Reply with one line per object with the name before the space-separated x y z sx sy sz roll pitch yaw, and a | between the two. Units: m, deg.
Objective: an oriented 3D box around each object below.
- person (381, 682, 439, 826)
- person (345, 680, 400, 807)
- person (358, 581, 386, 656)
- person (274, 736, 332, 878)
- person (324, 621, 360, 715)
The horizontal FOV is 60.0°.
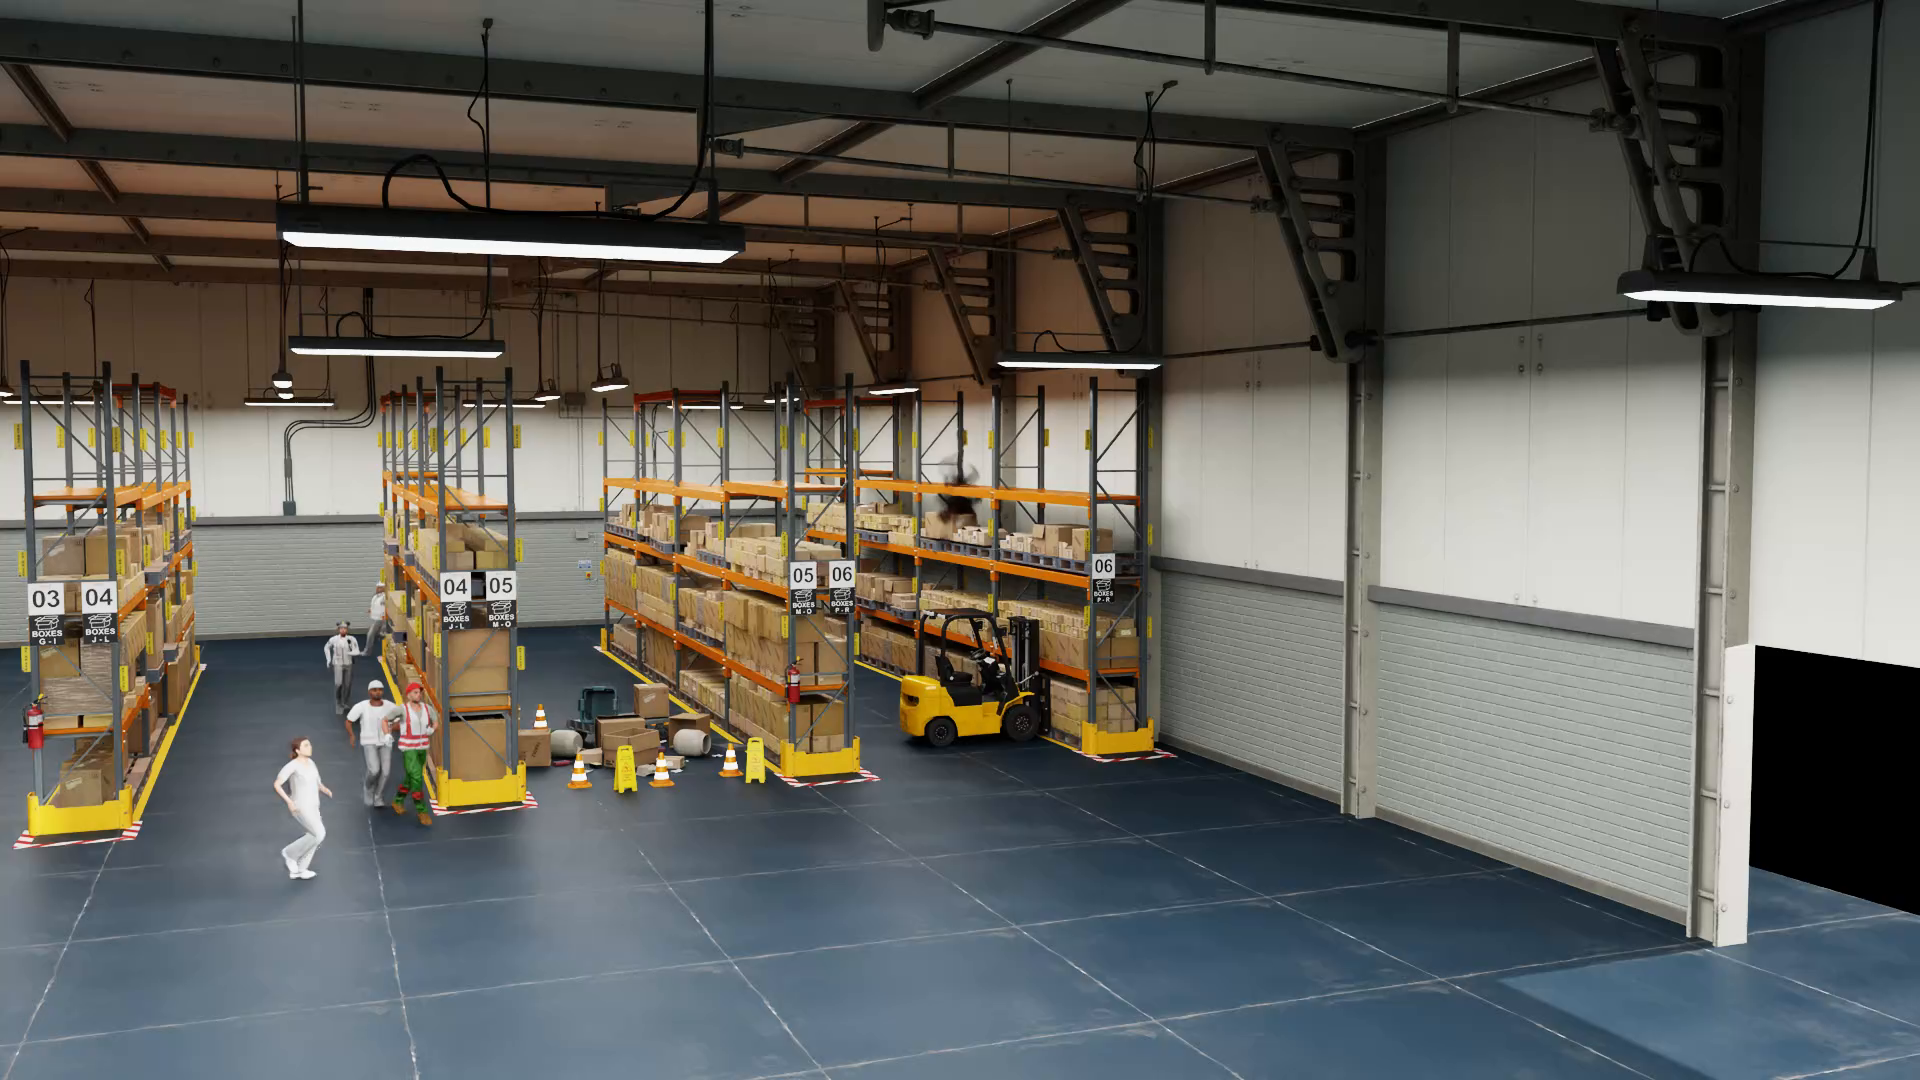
person | -7.166 2.779 21.871 0.914 1.813 0.738 2 4 33
person | -7.922 2.769 22.578 0.683 1.719 0.610 -2 4 -34
person | -13.453 1.809 38.511 0.717 1.735 0.936 3 5 45
person | -7.422 3.046 18.931 0.545 1.624 0.565 1 4 13
person | -11.294 2.330 30.434 0.580 1.727 0.708 -2 4 -26
